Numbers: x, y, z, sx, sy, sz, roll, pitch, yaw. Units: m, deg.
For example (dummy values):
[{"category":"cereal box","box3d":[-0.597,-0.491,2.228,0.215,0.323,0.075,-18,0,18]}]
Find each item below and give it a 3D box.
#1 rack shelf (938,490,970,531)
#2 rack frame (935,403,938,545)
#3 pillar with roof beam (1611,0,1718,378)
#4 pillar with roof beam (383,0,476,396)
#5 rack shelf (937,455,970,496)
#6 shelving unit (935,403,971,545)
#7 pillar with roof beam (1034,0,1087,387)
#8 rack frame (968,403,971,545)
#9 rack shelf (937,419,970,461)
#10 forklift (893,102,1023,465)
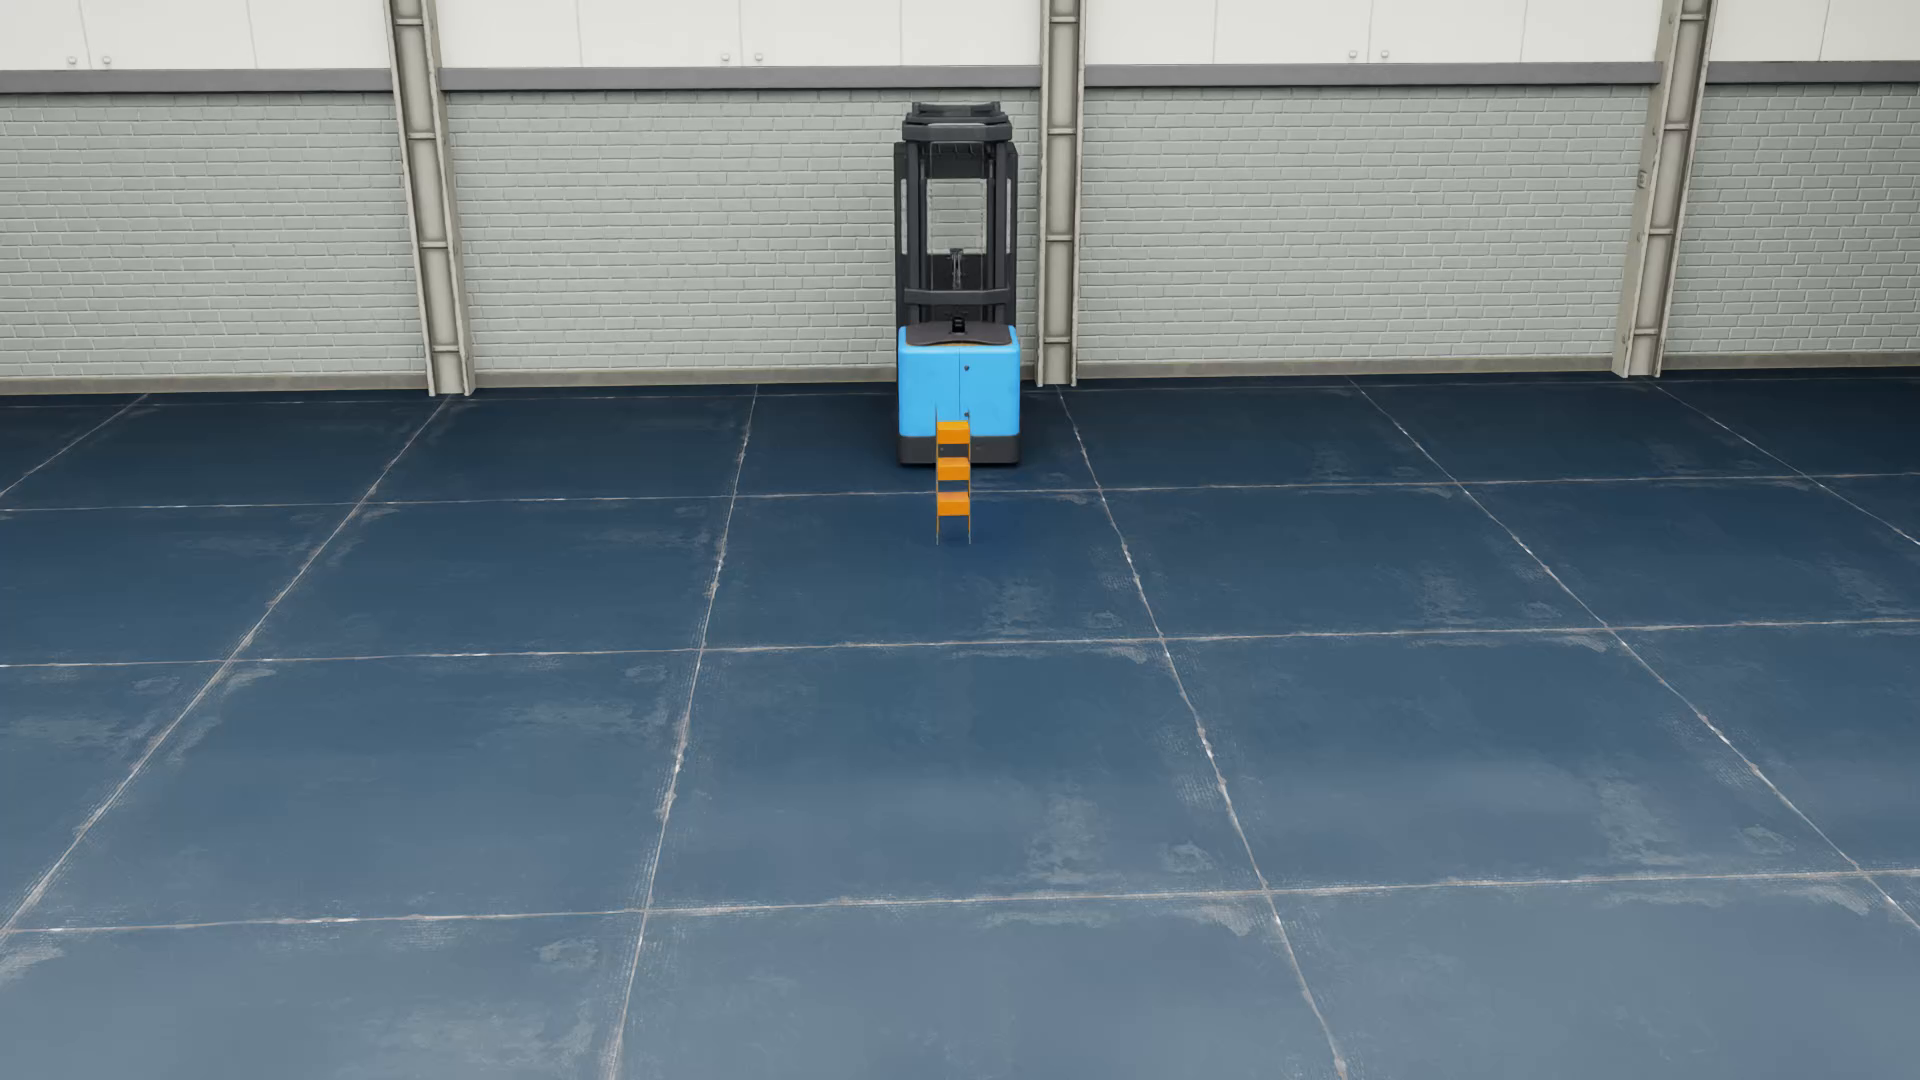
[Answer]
[{"category":"rack shelf","box3d":[-0.053,-0.220,12.534,0.240,0.259,0.215,-1,21,-3]},{"category":"rack frame","box3d":[-0.175,-0.487,12.425,0.008,1.050,0.200,-1,21,-3]},{"category":"pillar with roof beam","box3d":[7.198,-4.393,11.513,0.400,9.000,9.100,-1,21,-3]},{"category":"pillar with roof beam","box3d":[-4.782,-4.150,10.873,0.400,9.000,9.100,-1,21,-3]},{"category":"rack shelf","box3d":[-0.053,-0.480,12.435,0.240,0.259,0.215,-1,21,-3]},{"category":"shelving unit","box3d":[-0.053,-0.490,12.431,0.252,1.050,0.215,-1,21,-3]},{"category":"pillar with roof beam","box3d":[1.208,-4.271,11.193,0.400,9.000,9.100,-1,21,-3]},{"category":"rack frame","box3d":[0.068,-0.492,12.438,0.008,1.050,0.200,-1,21,-3]},{"category":"rack shelf","box3d":[-0.053,-0.745,12.334,0.240,0.259,0.215,-1,21,-3]},{"category":"forklift","box3d":[-0.043,-2.484,15.025,1.130,2.935,3.031,-1,21,-2]}]
